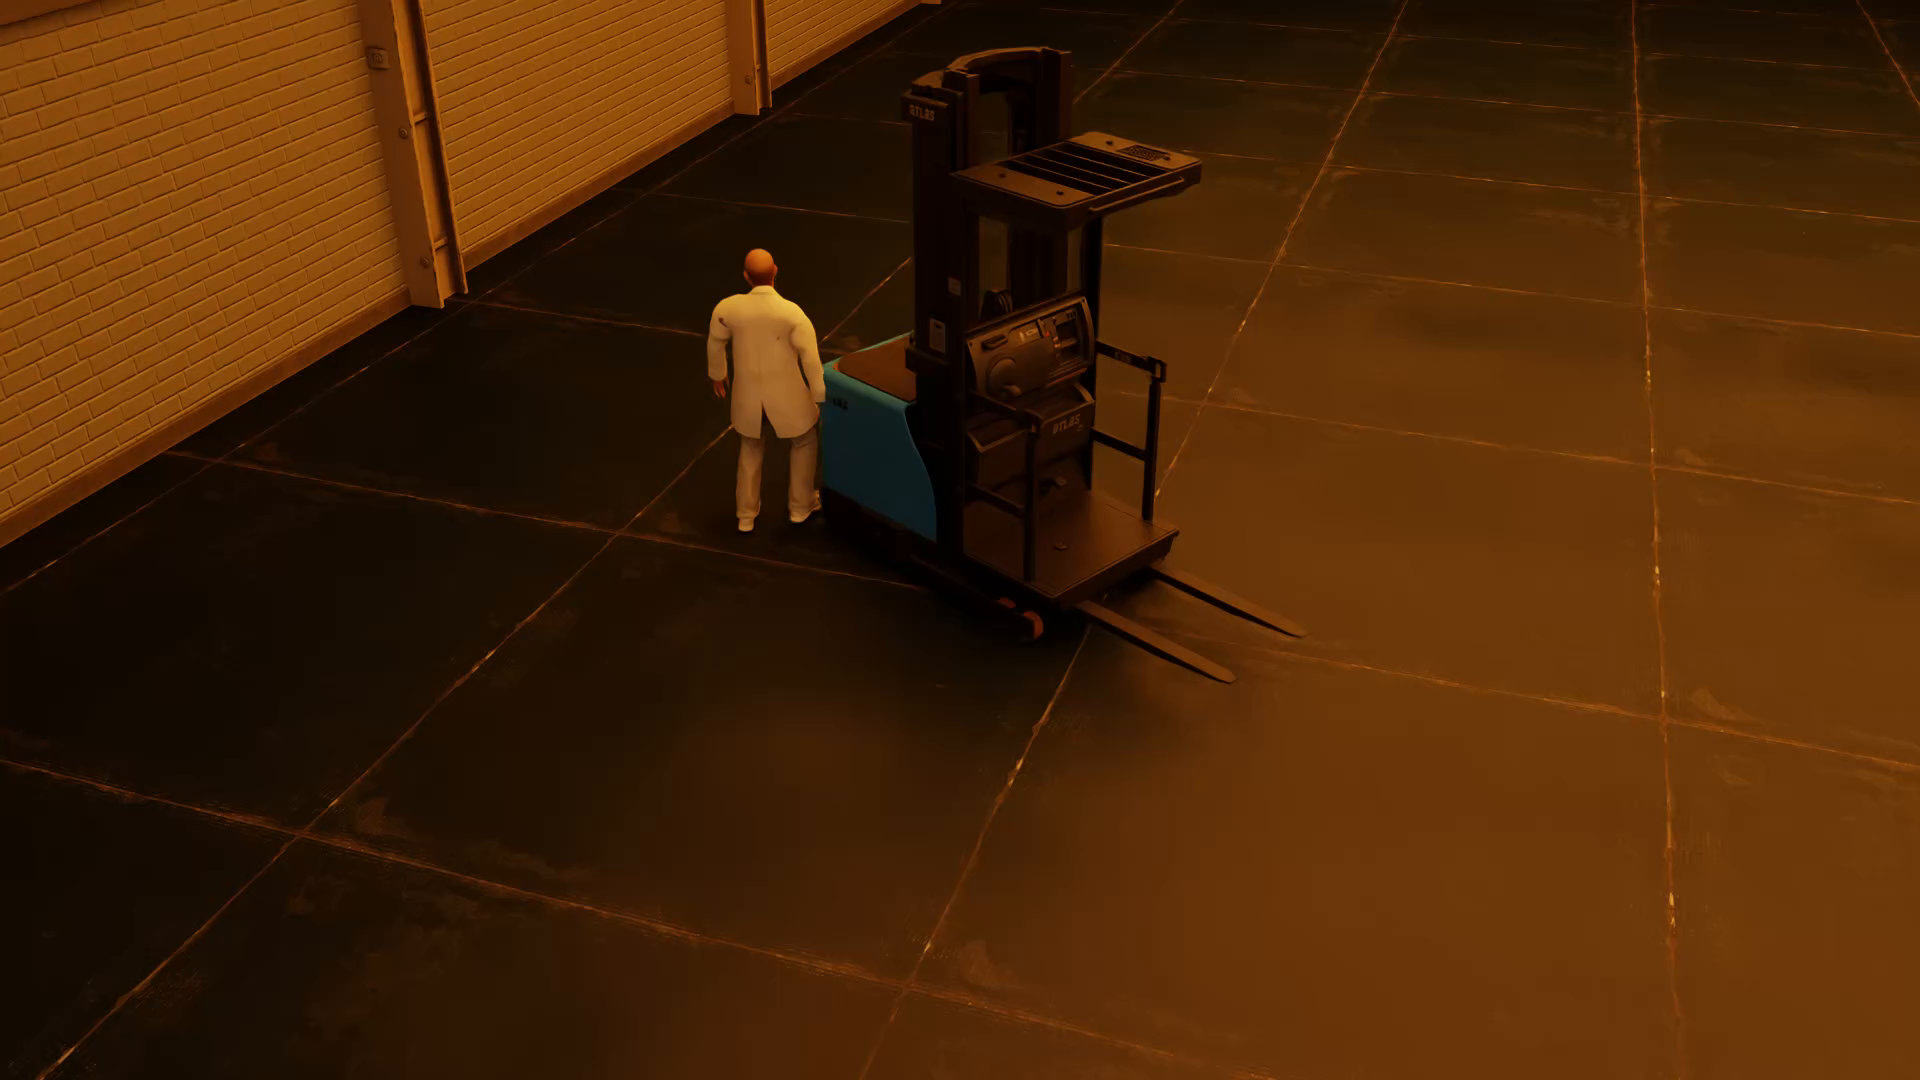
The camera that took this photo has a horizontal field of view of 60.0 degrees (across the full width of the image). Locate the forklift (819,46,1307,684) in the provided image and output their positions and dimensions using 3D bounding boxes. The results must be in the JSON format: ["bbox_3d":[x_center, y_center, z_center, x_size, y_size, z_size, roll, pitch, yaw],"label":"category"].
[{"bbox_3d":[0.539,-1.008,8.905,1.130,2.935,3.031,-26,39,-37],"label":"forklift"}]

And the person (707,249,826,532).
[{"bbox_3d":[-1.123,-0.913,9.932,0.800,1.752,0.560,6,30,10],"label":"person"}]
